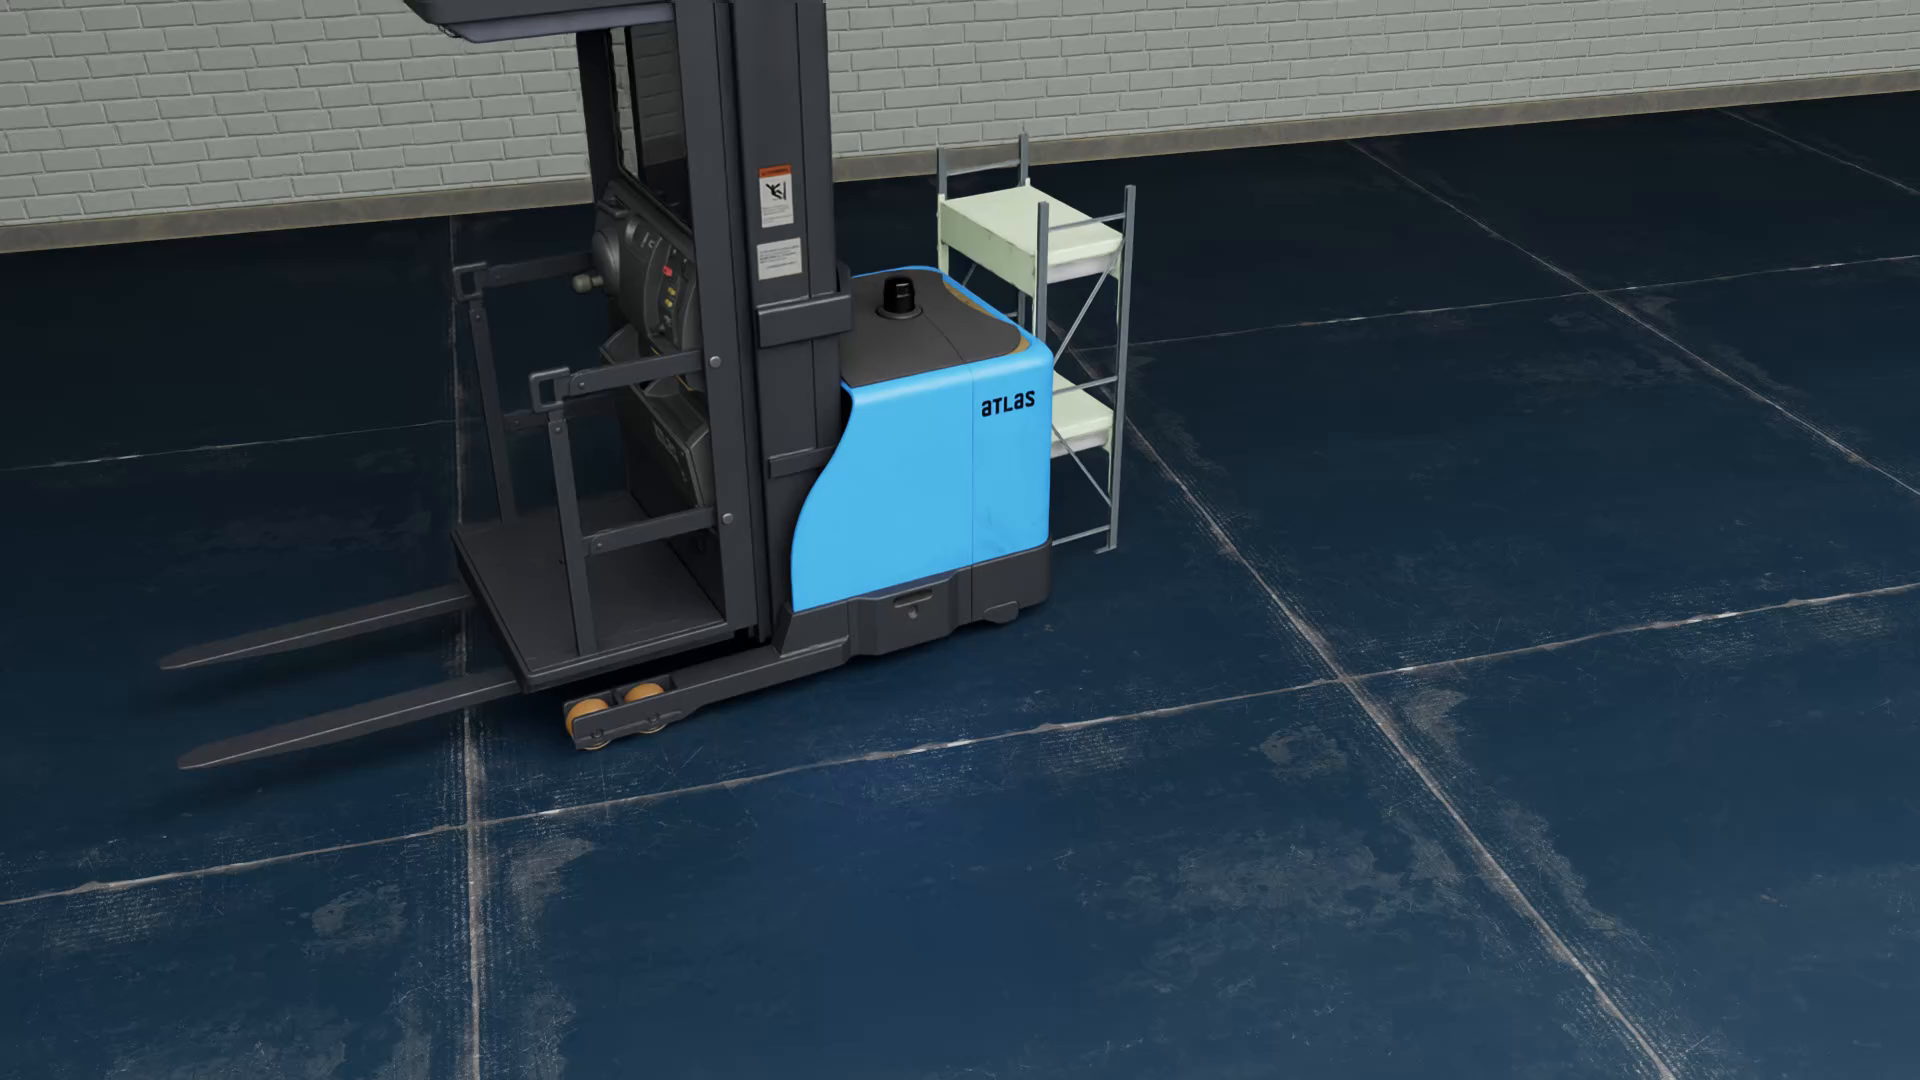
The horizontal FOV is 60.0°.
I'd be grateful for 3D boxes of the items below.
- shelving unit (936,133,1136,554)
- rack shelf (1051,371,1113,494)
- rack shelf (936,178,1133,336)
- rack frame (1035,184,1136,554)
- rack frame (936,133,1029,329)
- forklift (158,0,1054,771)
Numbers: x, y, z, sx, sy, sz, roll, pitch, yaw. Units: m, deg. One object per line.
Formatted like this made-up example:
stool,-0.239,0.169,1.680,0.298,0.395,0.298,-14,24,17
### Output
shelving unit,0.269,-0.730,6.515,0.431,1.500,0.755,-16,34,-25
rack shelf,0.269,-0.448,6.678,0.431,0.370,0.720,-16,34,-25
rack shelf,0.269,-1.068,6.319,0.431,0.370,0.720,-16,34,-25
rack frame,0.450,-0.571,6.239,0.400,1.500,0.023,-16,34,-25
rack frame,0.089,-0.890,6.790,0.400,1.500,0.023,-16,34,-25
forklift,-1.206,-0.872,5.331,3.031,2.935,1.130,-15,33,-24
